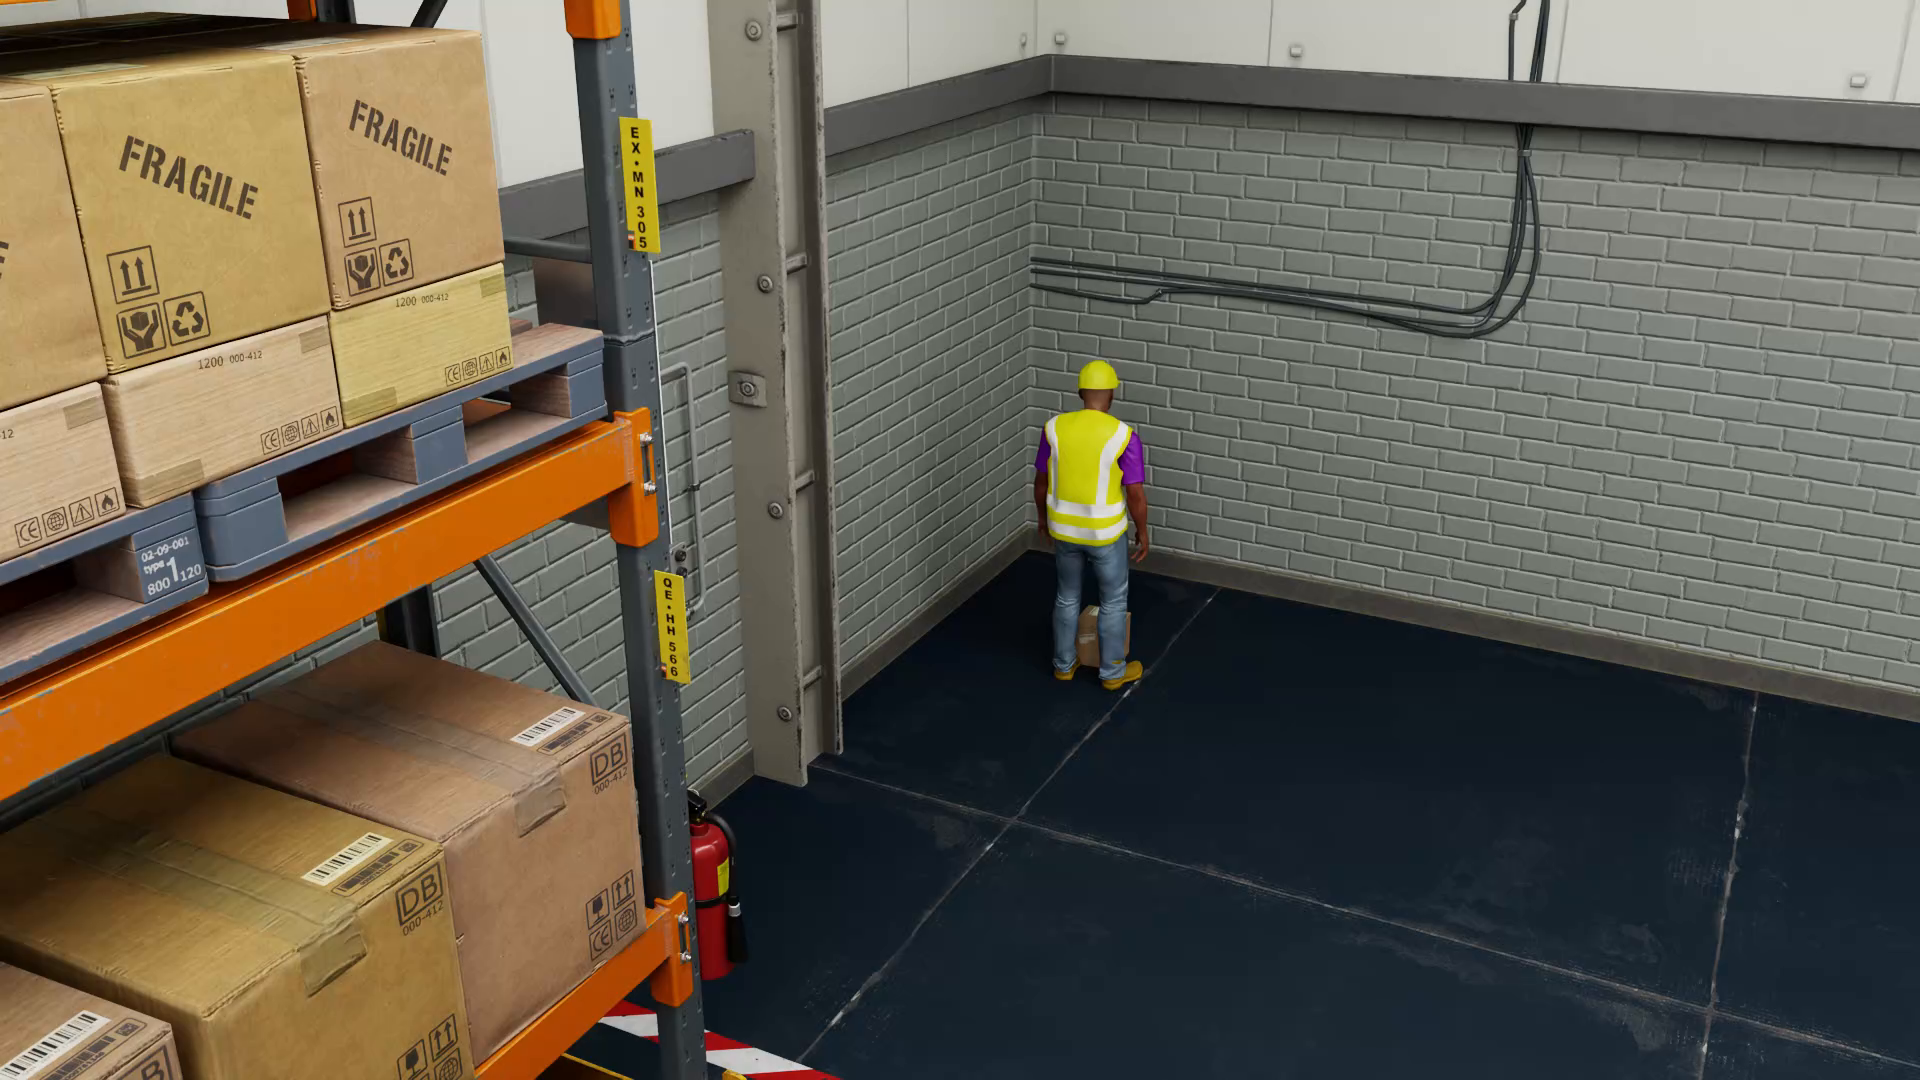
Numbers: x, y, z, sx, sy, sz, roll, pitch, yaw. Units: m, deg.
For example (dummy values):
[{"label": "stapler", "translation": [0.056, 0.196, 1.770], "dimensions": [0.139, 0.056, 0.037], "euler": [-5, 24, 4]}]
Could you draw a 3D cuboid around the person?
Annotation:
[{"label": "person", "translation": [0.696, -0.077, 8.754], "dimensions": [0.628, 1.761, 0.462], "euler": [11, 25, 24]}]
